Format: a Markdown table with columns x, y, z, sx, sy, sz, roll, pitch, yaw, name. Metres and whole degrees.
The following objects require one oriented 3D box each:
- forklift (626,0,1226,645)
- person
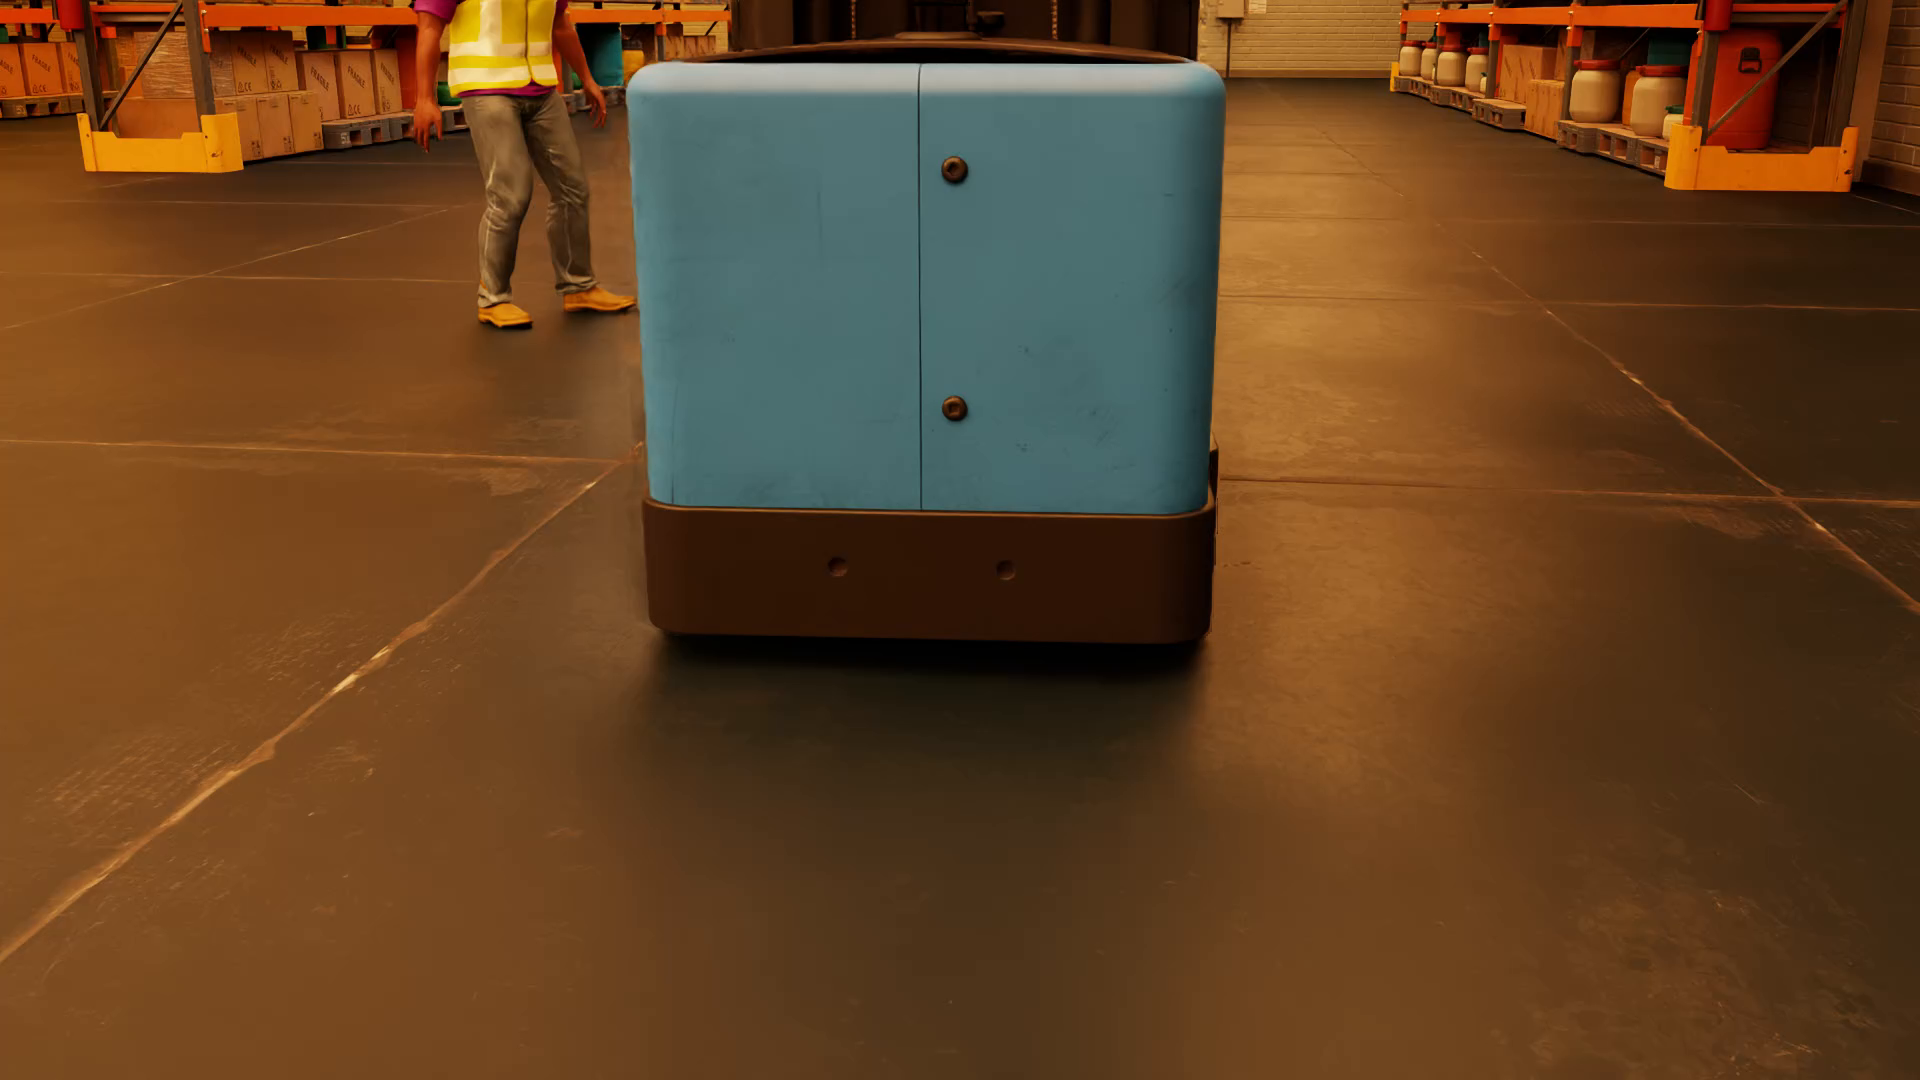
| x | y | z | sx | sy | sz | roll | pitch | yaw | name |
| --- | --- | --- | --- | --- | --- | --- | --- | --- | --- |
| 0.025 | -1.602 | 4.034 | 1.130 | 2.935 | 3.031 | 1 | 18 | 3 | forklift |
| -1.675 | -1.695 | 6.314 | 0.425 | 1.738 | 0.831 | 11 | 20 | 31 | person |
